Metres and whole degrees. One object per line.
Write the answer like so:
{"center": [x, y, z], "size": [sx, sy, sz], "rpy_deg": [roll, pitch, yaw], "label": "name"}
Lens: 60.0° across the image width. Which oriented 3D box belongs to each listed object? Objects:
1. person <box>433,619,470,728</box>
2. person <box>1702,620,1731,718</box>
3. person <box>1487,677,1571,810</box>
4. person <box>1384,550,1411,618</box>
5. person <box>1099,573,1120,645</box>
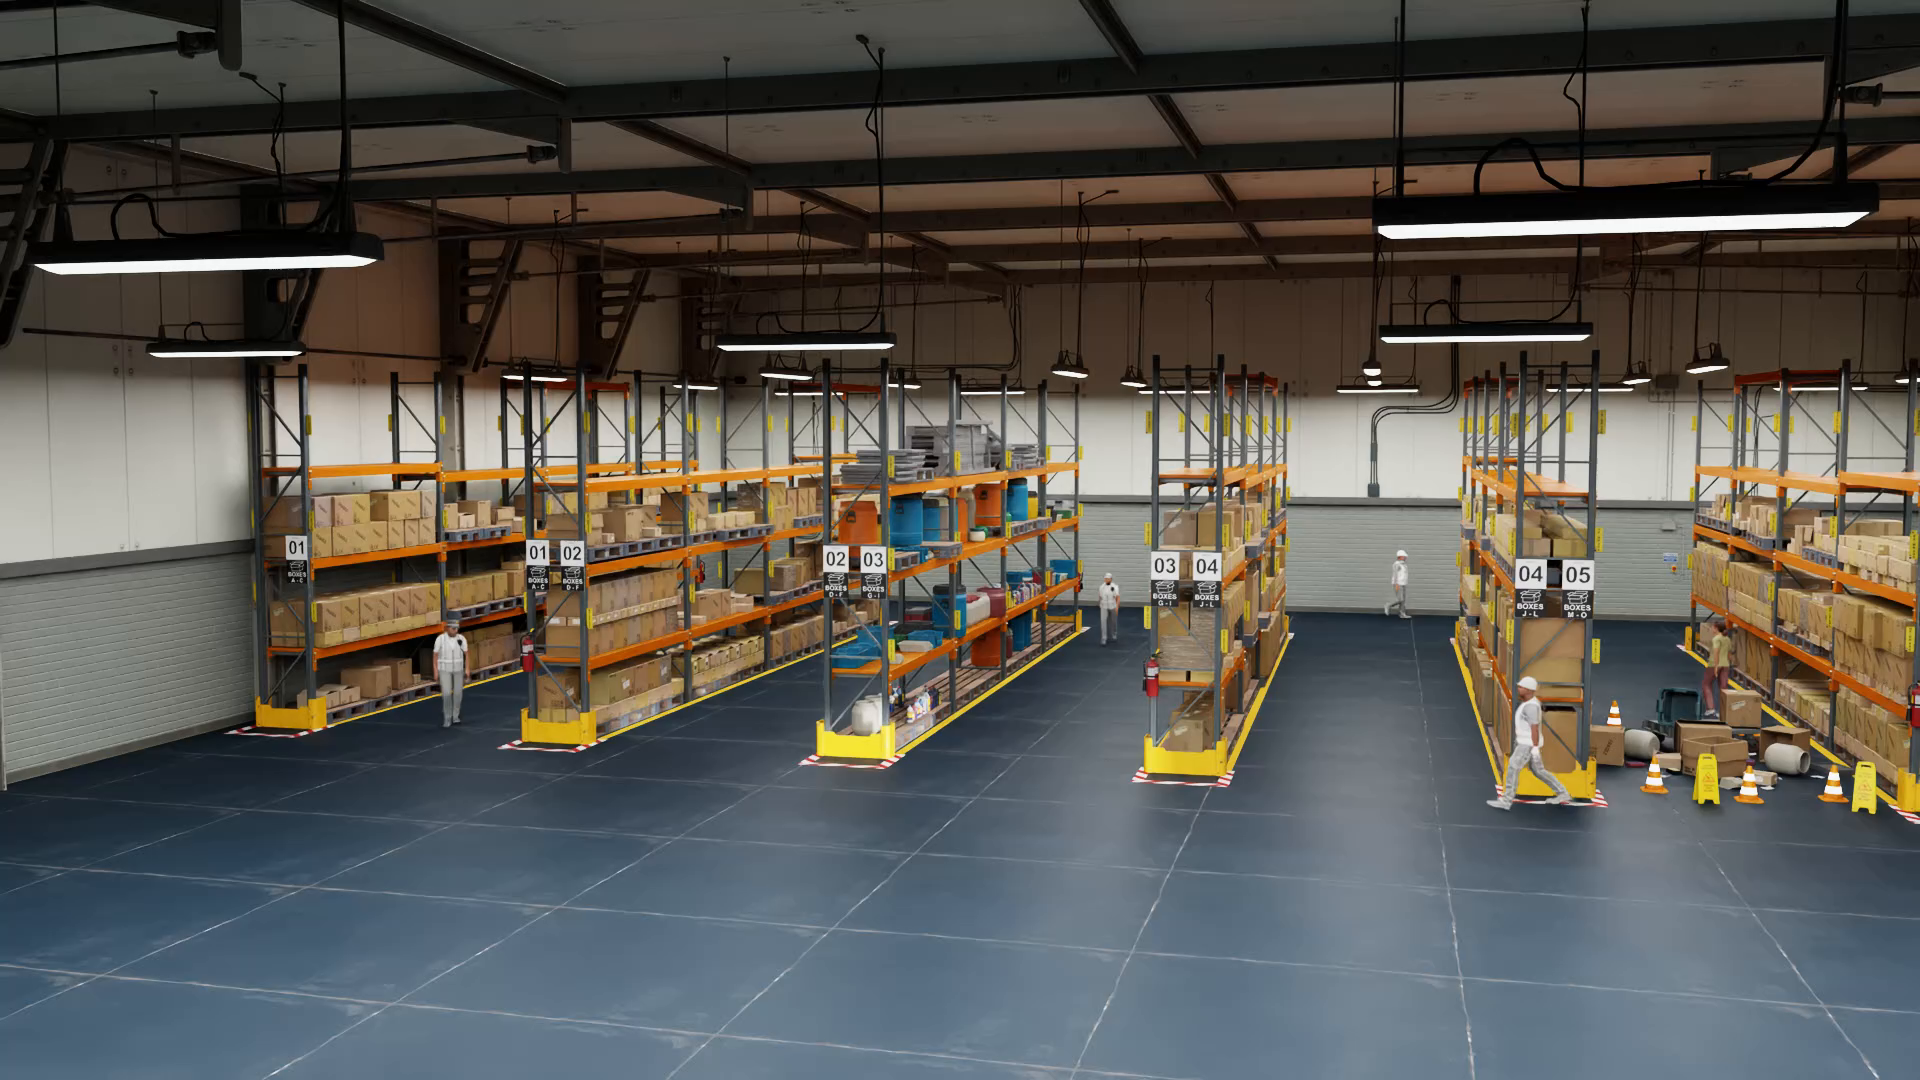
{"center": [-8.482, 2.248, 27.809], "size": [0.564, 1.828, 0.525], "rpy_deg": [-2, 5, -32], "label": "person"}
{"center": [12.991, 2.225, 28.396], "size": [0.463, 1.690, 0.543], "rpy_deg": [0, 4, -2], "label": "person"}
{"center": [7.401, 2.641, 21.576], "size": [1.065, 1.745, 0.560], "rpy_deg": [1, 4, 13], "label": "person"}
{"center": [11.328, 1.145, 43.005], "size": [0.639, 1.764, 0.581], "rpy_deg": [3, 5, 37], "label": "person"}
{"center": [3.417, 1.556, 38.107], "size": [0.505, 1.605, 1.021], "rpy_deg": [1, 4, 12], "label": "person"}
